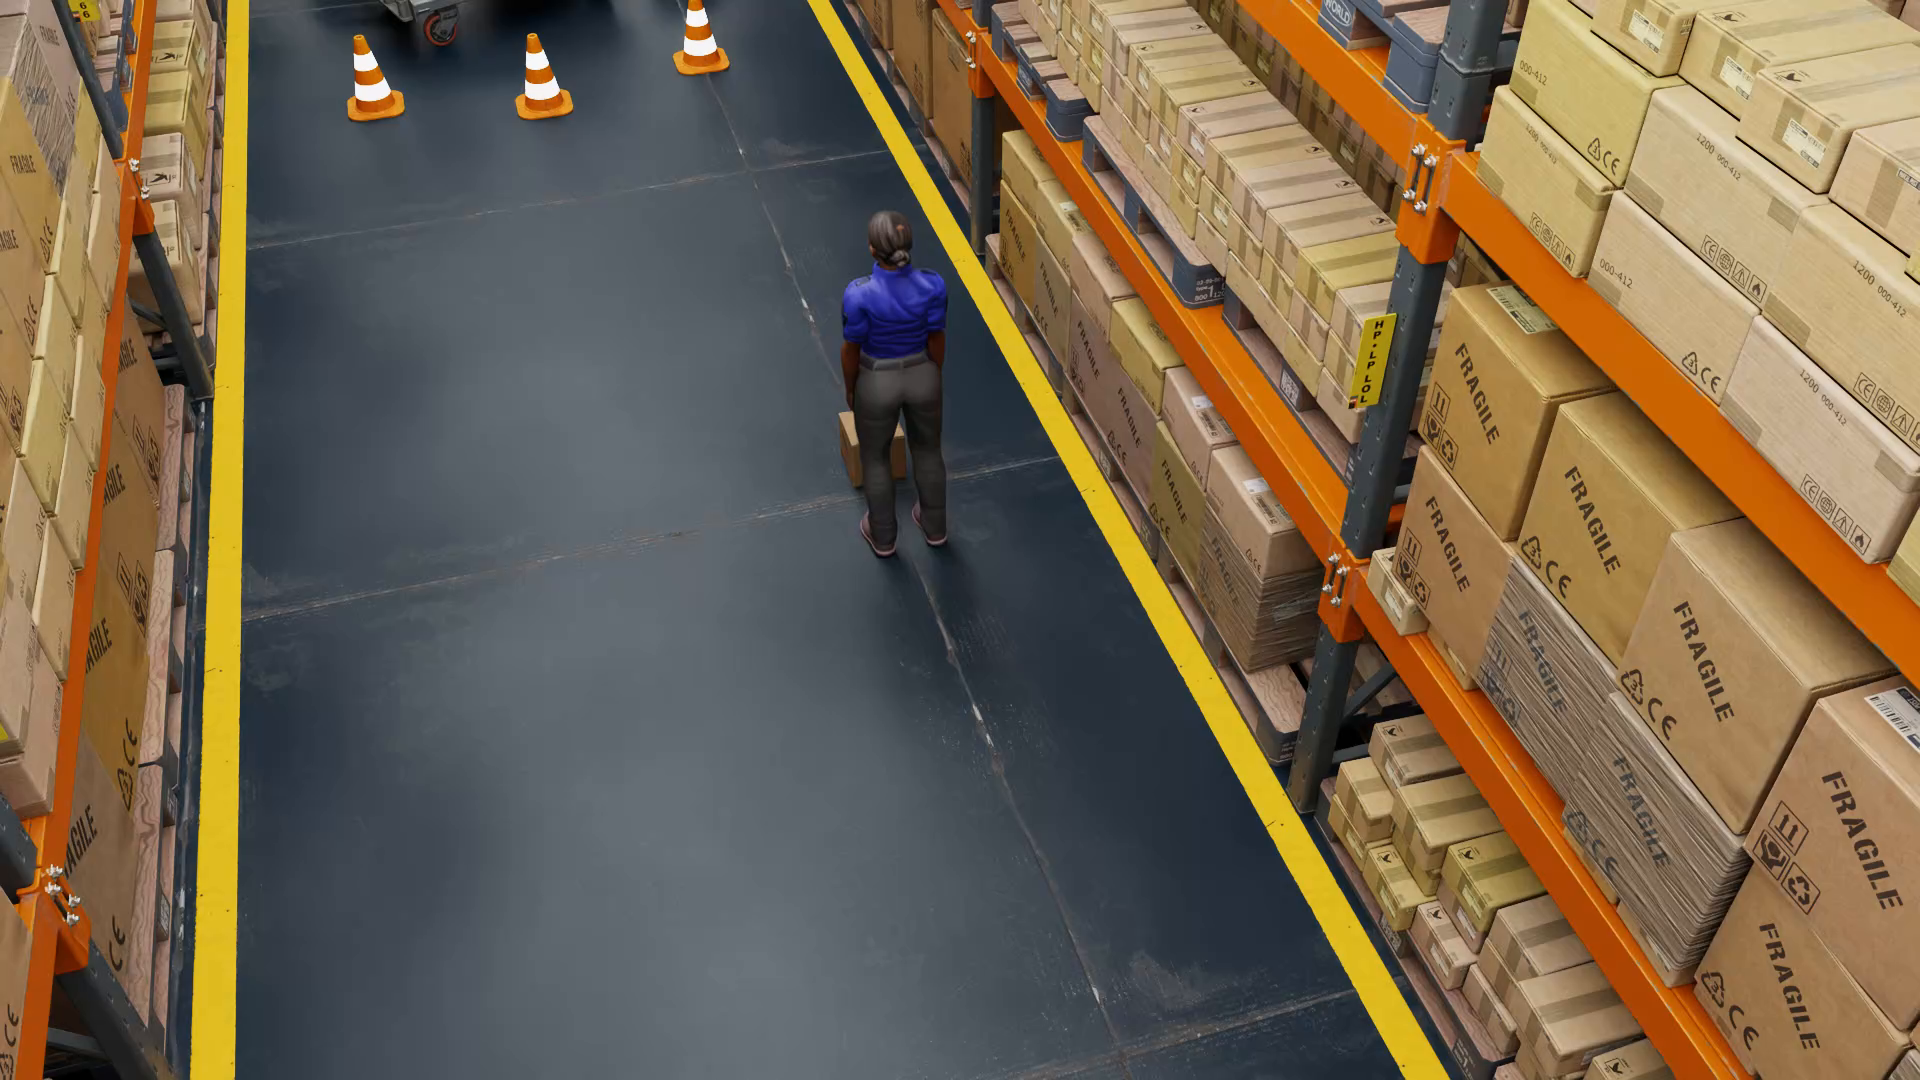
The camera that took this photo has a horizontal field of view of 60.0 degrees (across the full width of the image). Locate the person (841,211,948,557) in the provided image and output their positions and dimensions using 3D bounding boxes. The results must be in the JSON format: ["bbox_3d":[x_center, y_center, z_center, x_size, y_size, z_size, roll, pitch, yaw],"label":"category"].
[{"bbox_3d":[-0.272,-0.635,6.862,0.437,1.659,0.303,-11,44,-12],"label":"person"}]
